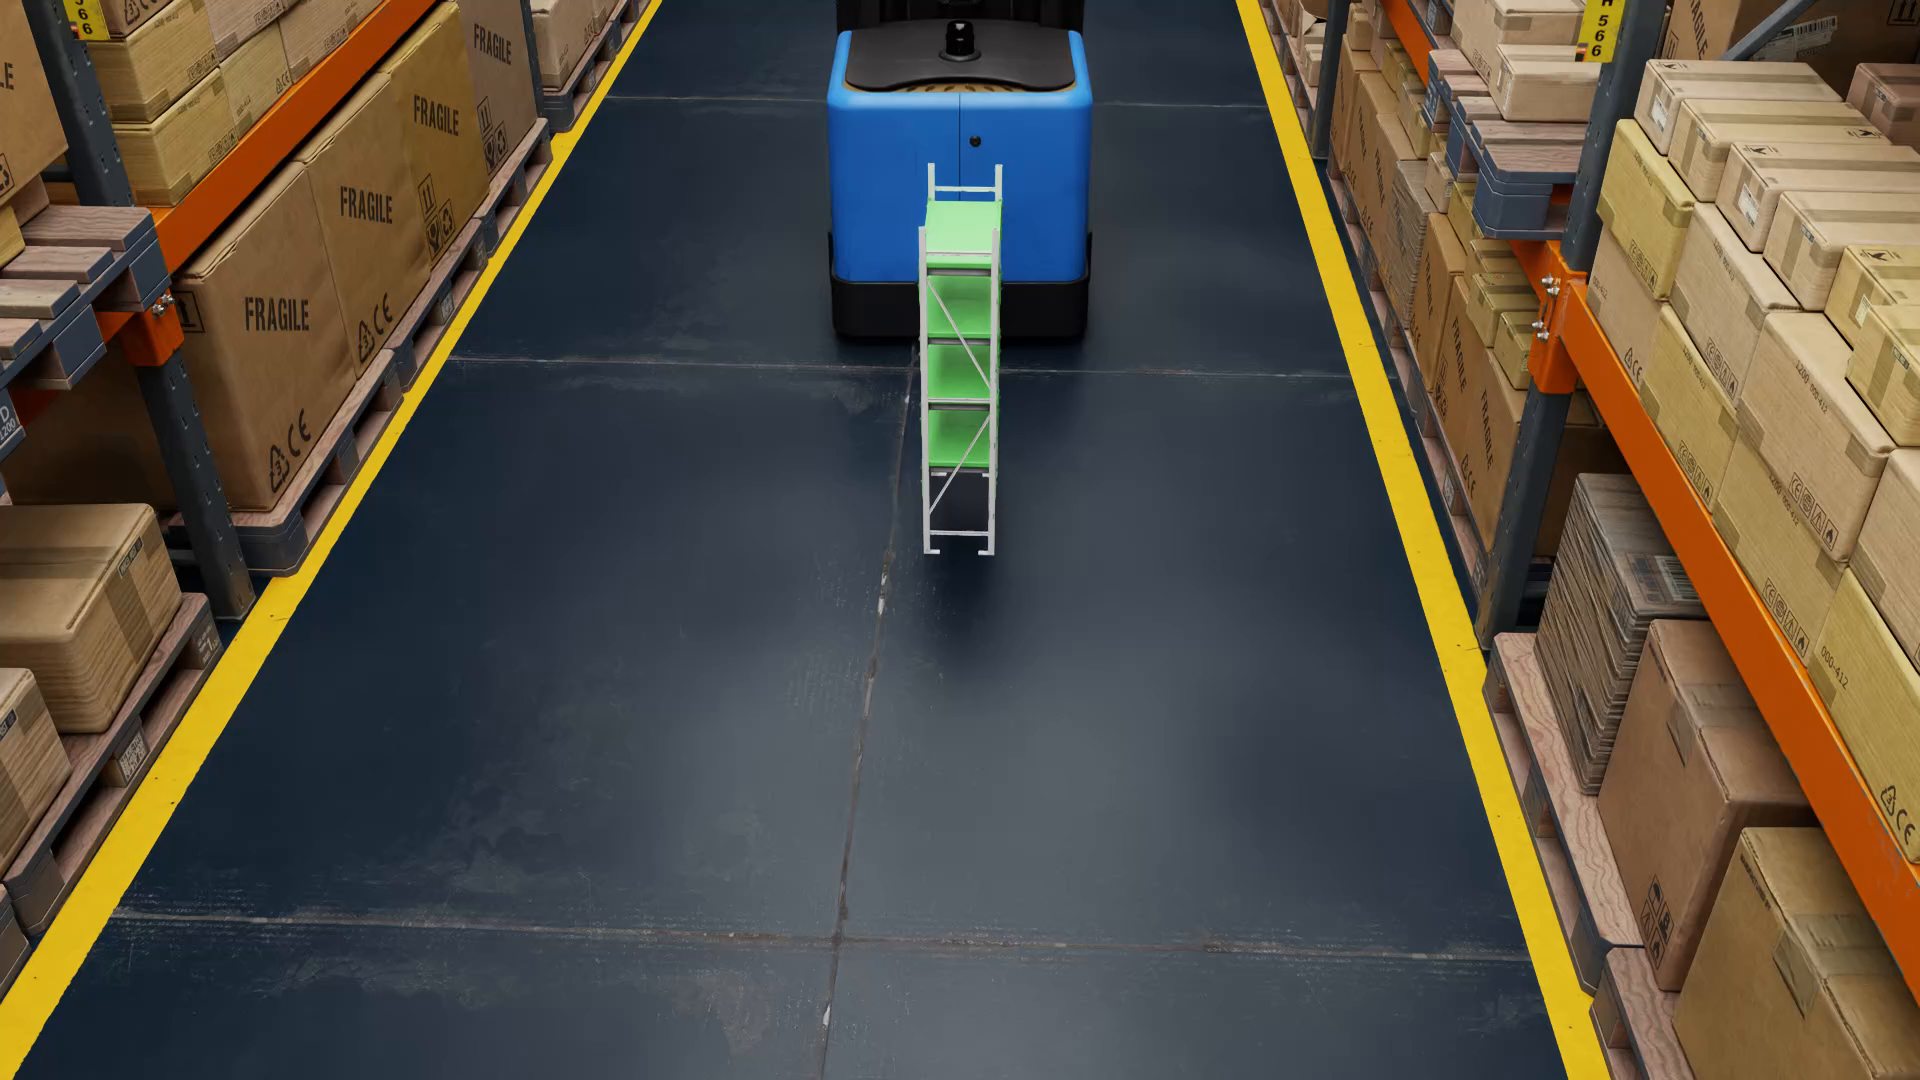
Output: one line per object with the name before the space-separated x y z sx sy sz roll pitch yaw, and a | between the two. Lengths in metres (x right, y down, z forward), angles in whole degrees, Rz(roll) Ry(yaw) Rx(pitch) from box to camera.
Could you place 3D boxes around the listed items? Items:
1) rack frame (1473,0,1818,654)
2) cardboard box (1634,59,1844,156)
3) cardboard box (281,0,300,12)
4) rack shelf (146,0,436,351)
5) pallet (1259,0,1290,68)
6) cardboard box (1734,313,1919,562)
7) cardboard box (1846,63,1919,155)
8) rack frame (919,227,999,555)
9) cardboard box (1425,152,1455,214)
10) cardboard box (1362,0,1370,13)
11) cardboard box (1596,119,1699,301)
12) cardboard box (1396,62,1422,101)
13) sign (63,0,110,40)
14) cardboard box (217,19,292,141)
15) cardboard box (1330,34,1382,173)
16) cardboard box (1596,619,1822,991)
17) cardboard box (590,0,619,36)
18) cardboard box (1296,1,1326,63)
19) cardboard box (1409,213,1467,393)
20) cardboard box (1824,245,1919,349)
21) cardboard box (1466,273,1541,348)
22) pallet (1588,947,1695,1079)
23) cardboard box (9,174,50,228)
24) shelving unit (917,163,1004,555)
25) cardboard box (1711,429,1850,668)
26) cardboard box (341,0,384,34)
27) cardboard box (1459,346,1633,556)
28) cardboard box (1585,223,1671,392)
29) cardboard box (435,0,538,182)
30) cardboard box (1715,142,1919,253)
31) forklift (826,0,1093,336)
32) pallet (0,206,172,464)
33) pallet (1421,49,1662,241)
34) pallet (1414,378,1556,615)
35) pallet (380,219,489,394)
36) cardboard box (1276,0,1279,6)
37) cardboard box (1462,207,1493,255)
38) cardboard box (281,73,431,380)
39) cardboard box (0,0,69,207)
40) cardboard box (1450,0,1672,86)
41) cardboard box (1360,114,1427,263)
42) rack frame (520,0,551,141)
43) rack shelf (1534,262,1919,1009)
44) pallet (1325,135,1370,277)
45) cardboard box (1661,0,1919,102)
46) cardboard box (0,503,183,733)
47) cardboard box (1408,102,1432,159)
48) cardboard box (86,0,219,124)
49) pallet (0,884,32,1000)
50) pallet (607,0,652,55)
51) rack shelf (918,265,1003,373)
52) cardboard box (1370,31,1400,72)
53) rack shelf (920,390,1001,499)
rack frame | 2.146 -0.894 4.413 1.000 3.000 0.127 1 35 2
cardboard box | 1.839 -1.024 3.947 0.380 0.149 0.250 2 35 3
cardboard box | -2.492 -2.018 5.708 0.500 0.250 0.500 1 35 2
rack shelf | -2.733 -1.861 6.415 1.077 0.370 4.000 1 35 2
pallet | 2.382 -3.148 10.047 1.003 0.211 1.213 1 35 2
cardboard box | 1.824 -0.200 3.121 0.500 0.250 0.500 0 35 1
cardboard box | 2.336 -1.009 3.926 0.380 0.149 0.250 2 35 3
rack frame | -0.003 -0.446 5.341 0.240 1.200 0.015 1 35 2
cardboard box | 1.995 -1.359 6.320 0.380 0.149 0.250 0 35 0
cardboard box | 2.087 -2.527 7.723 0.380 0.149 0.250 1 35 1
cardboard box | 1.860 -0.788 3.959 0.500 0.250 0.500 1 35 2
cardboard box | 2.097 -1.940 7.147 0.380 0.149 0.250 1 35 1
sign | -2.271 -1.441 4.253 0.100 0.325 0.005 1 35 2
cardboard box | -2.539 -1.516 5.429 0.500 0.250 0.500 0 35 1
cardboard box | 2.063 -2.069 7.893 0.500 0.500 0.500 3 35 4
cardboard box | 2.089 0.639 3.932 0.875 0.625 0.625 2 35 3
cardboard box | -2.485 -3.301 9.701 0.875 0.438 0.875 0 35 0
cardboard box | 2.050 -2.777 9.106 0.396 0.266 0.258 3 35 4
cardboard box | 1.998 -0.879 6.201 0.500 0.500 0.500 3 35 4
cardboard box | 1.867 -0.427 3.098 0.380 0.149 0.250 2 35 2
cardboard box | 1.893 -0.756 5.461 0.380 0.149 0.250 0 35 -1
pallet | 2.023 1.418 3.549 1.003 0.211 1.213 1 35 2
cardboard box | -2.591 -0.882 4.249 0.380 0.149 0.250 3 35 4
shelving unit | 0.007 -0.586 5.540 0.258 1.200 0.503 1 35 2
cardboard box | 1.846 0.002 3.269 0.500 0.250 0.500 0 35 0
cardboard box | -2.496 -2.101 6.261 0.500 0.250 0.500 1 35 2
cardboard box | 1.949 -0.291 5.364 0.500 0.500 0.500 2 35 3
cardboard box | 1.884 -0.583 4.102 0.500 0.250 0.500 1 35 2
cardboard box | -2.598 -2.249 7.824 0.875 0.875 0.875 2 35 3
cardboard box | 1.845 -0.722 3.518 0.380 0.149 0.250 2 35 3
forklift | 0.000 -2.846 7.250 1.130 2.935 3.031 0 35 0
pallet | -2.736 -0.516 4.043 1.213 0.211 1.003 1 35 2
pallet | 2.104 -1.207 5.025 1.213 0.211 1.003 1 35 2
pallet | 2.214 -0.181 5.824 1.003 0.211 1.213 1 35 2
pallet | -2.655 -1.016 7.012 1.003 0.211 1.213 1 35 2
cardboard box | 2.154 -3.499 9.928 0.500 0.500 0.500 2 35 3
cardboard box | 2.004 -1.057 5.889 0.380 0.149 0.250 2 35 3
cardboard box | -2.663 -1.216 6.355 0.875 0.875 0.875 2 35 2
cardboard box | -2.554 -1.073 3.958 0.500 0.500 0.500 0 35 1
cardboard box | 1.865 -1.618 5.209 0.500 0.250 0.500 0 35 0
cardboard box | 2.027 -1.476 7.050 0.500 0.500 0.500 0 35 0
rack frame | -2.653 -3.305 7.843 1.000 3.000 0.127 1 35 2
rack shelf | 2.066 0.549 2.985 1.077 0.370 4.000 1 35 2
pallet | 2.312 -1.583 7.819 1.003 0.211 1.213 1 35 2
cardboard box | 2.323 -1.399 4.680 0.500 0.500 0.500 3 35 4
cardboard box | -2.846 0.221 4.747 0.950 0.372 0.625 -1 35 -1
cardboard box | 2.037 -1.655 6.741 0.380 0.149 0.250 3 35 4
cardboard box | -2.546 -1.435 4.879 0.500 0.250 0.500 1 35 2
pallet | -2.898 1.282 3.742 1.003 0.211 1.213 1 35 2
pallet | -2.498 -3.302 10.264 1.003 0.211 1.213 1 35 2
rack shelf | 0.007 -0.730 5.439 0.258 0.148 0.480 1 35 2
cardboard box | 2.093 -2.246 7.581 0.380 0.149 0.250 0 35 1
rack shelf | 0.007 -0.337 5.715 0.258 0.148 0.480 1 35 2
